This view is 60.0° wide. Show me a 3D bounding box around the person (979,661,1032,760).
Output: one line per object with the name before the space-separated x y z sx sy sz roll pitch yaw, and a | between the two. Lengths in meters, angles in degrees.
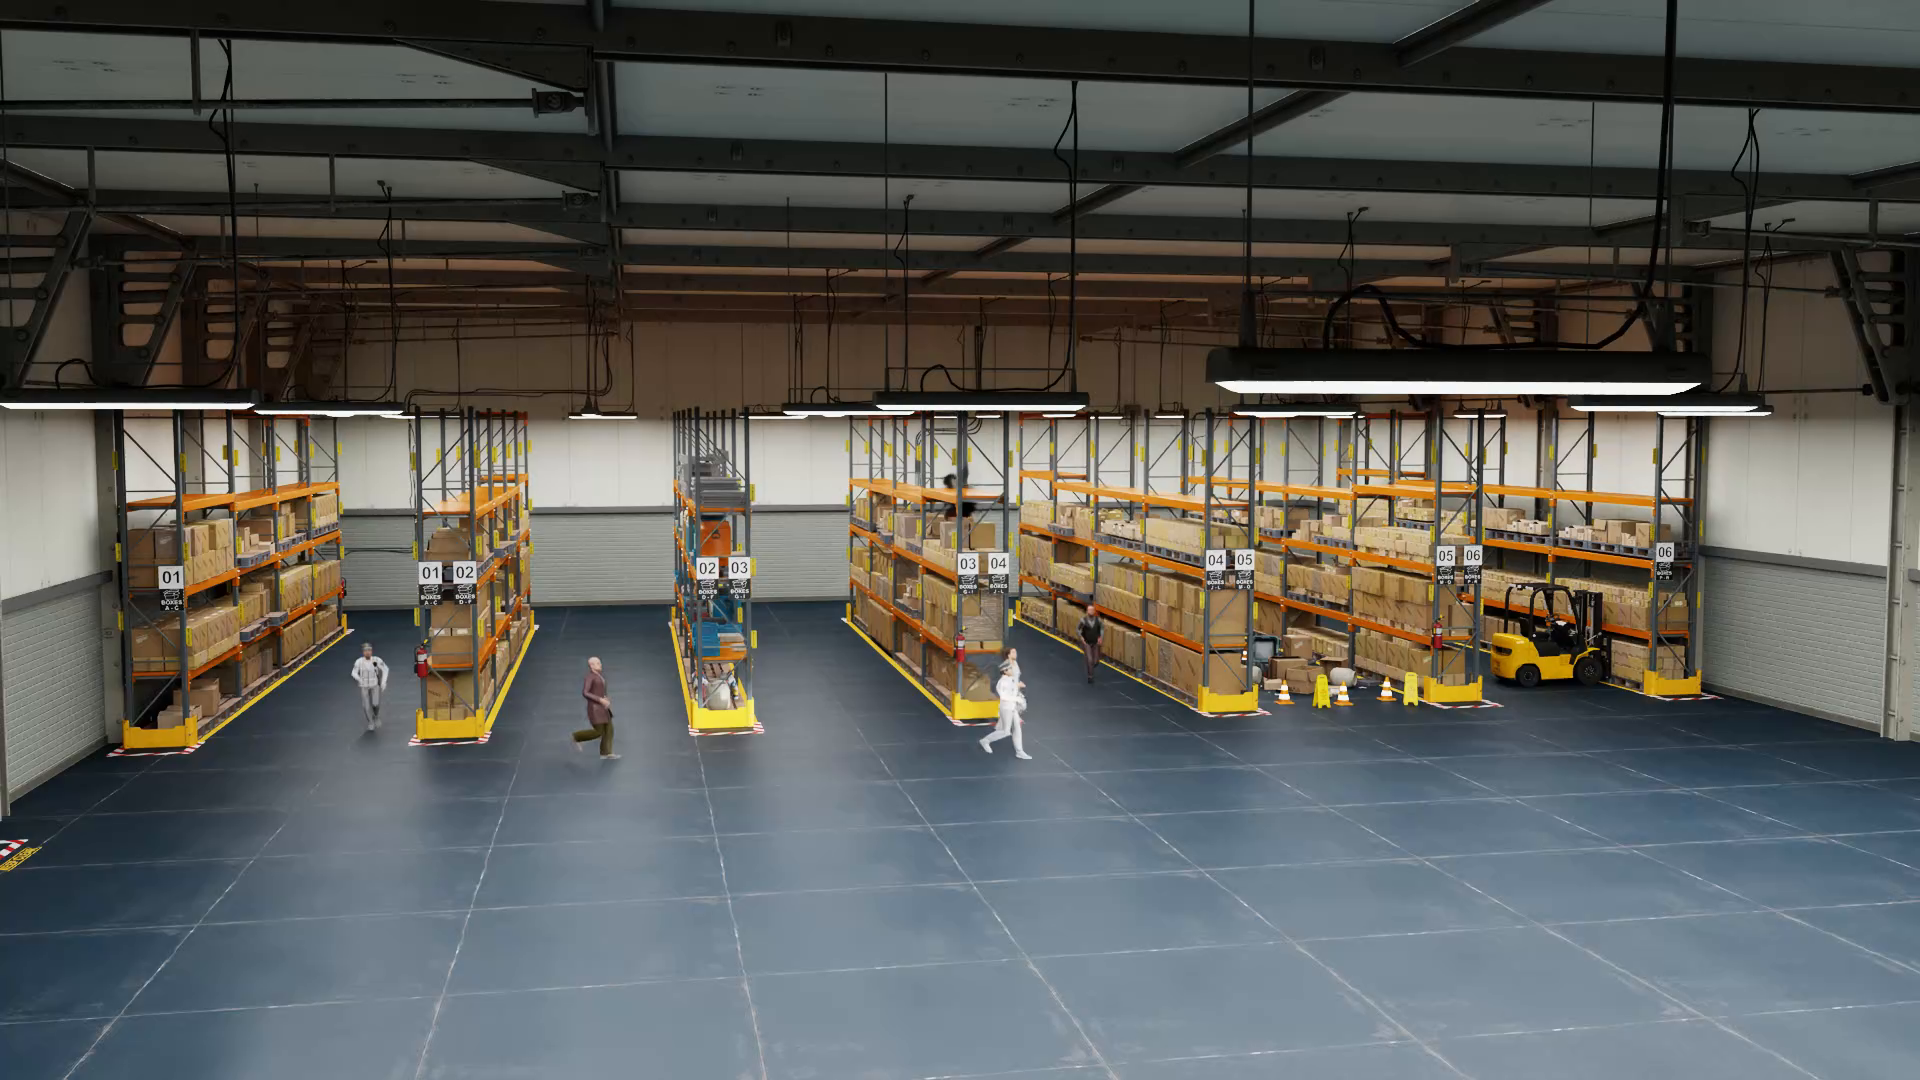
person | 0.784 2.874 28.126 0.901 1.692 0.616 1 4 12

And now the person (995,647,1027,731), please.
person | 0.956 2.757 30.418 0.651 1.614 0.596 3 5 32

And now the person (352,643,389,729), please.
person | -10.905 2.711 30.728 0.635 1.644 0.649 -1 4 -13

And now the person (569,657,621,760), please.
person | -6.160 2.853 28.118 0.888 1.750 0.710 1 4 7

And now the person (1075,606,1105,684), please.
person | 2.872 2.283 36.618 0.679 1.688 0.683 -1 4 -8
